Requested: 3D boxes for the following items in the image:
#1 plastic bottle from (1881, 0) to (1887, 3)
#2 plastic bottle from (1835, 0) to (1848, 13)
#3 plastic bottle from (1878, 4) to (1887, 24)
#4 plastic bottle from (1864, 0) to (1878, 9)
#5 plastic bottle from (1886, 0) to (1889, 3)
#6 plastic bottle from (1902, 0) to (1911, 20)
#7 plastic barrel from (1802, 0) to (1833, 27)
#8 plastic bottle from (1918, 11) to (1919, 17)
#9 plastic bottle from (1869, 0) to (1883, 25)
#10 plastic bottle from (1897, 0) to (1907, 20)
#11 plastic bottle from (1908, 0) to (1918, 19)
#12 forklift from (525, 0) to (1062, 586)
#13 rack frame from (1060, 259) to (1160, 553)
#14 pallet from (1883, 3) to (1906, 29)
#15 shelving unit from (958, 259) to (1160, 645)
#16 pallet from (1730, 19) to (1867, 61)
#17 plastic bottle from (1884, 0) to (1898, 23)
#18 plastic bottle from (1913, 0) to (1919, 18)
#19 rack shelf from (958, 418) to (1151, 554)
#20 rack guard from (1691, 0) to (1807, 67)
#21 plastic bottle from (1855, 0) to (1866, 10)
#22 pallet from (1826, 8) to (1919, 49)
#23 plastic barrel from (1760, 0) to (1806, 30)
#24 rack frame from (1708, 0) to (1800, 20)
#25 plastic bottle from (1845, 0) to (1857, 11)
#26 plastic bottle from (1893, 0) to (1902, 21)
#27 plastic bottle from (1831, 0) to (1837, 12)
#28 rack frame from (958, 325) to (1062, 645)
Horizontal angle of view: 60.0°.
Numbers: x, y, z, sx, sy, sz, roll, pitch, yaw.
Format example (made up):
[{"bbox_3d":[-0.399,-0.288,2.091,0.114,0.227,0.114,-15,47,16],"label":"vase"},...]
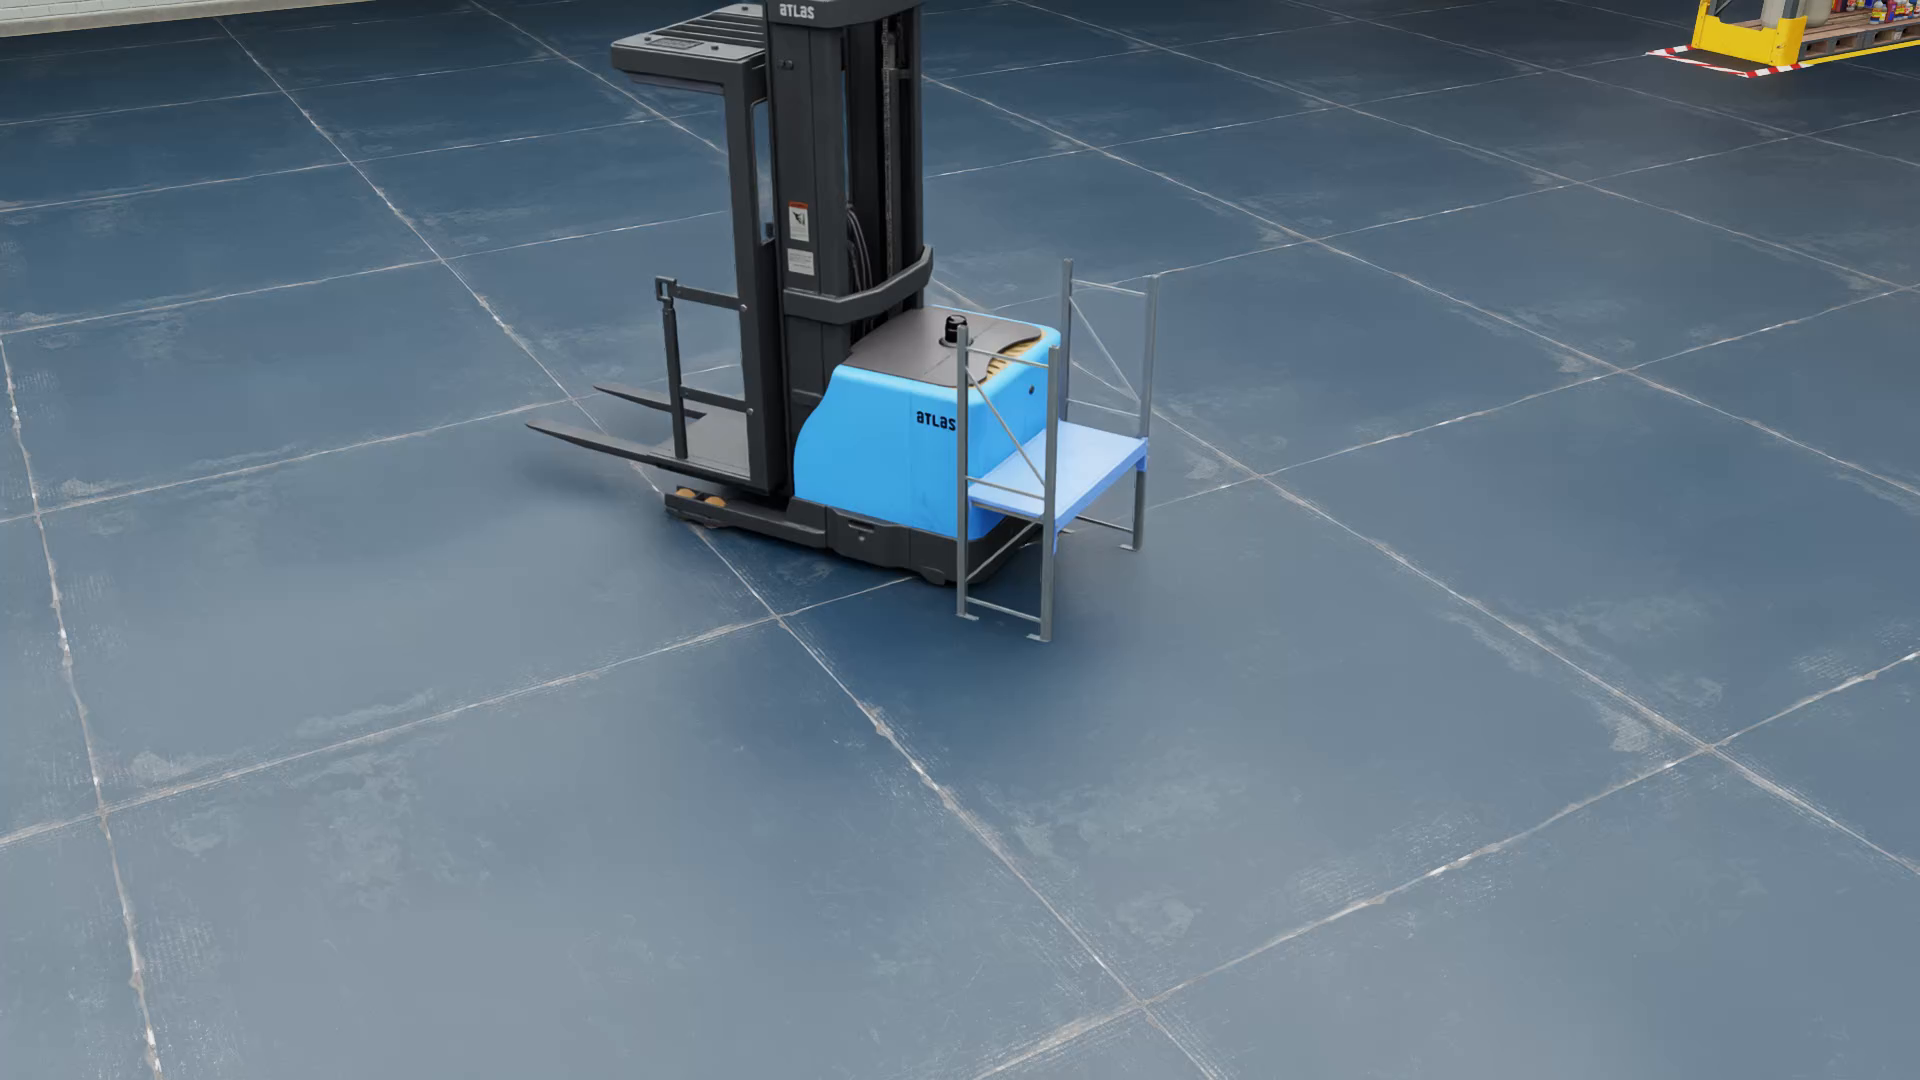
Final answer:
[{"bbox_3d":[11.078,-6.636,19.956,0.185,0.351,0.144,-17,33,-28],"label":"plastic bottle"},{"bbox_3d":[10.345,-6.336,19.483,0.133,0.283,0.061,-16,33,-26],"label":"plastic bottle"},{"bbox_3d":[10.509,-6.001,18.961,0.097,0.201,0.097,0,29,0],"label":"plastic bottle"},{"bbox_3d":[10.808,-6.443,19.684,0.135,0.276,0.152,-16,33,-26],"label":"plastic bottle"},{"bbox_3d":[11.177,-6.561,19.903,0.097,0.271,0.097,0,29,0],"label":"plastic bottle"},{"bbox_3d":[10.887,-6.109,19.155,0.097,0.201,0.097,0,29,0],"label":"plastic bottle"},{"bbox_3d":[9.659,-6.105,18.848,0.421,0.512,0.421,0,29,0],"label":"plastic barrel"},{"bbox_3d":[11.152,-6.232,19.302,0.135,0.276,0.152,-15,32,-25],"label":"plastic bottle"},{"bbox_3d":[10.419,-6.007,18.898,0.097,0.271,0.097,0,29,0],"label":"plastic bottle"},{"bbox_3d":[10.801,-6.115,19.095,0.097,0.271,0.097,0,29,0],"label":"plastic bottle"},{"bbox_3d":[10.976,-6.165,19.184,0.097,0.271,0.097,0,29,0],"label":"plastic bottle"},{"bbox_3d":[-0.995,-1.551,8.527,3.031,2.935,1.130,15,32,24],"label":"forklift"},{"bbox_3d":[0.731,-0.654,8.382,0.500,1.500,0.032,16,33,26],"label":"rack frame"},{"bbox_3d":[11.547,-6.306,19.958,1.213,0.211,1.003,-16,33,-26],"label":"pallet"},{"bbox_3d":[0.474,-0.442,7.999,0.538,1.500,1.048,16,33,26],"label":"shelving unit"},{"bbox_3d":[9.443,-5.709,18.876,1.213,0.211,1.003,-16,33,-26],"label":"pallet"},{"bbox_3d":[10.624,-6.060,18.982,0.133,0.283,0.061,-15,32,-26],"label":"plastic bottle"},{"bbox_3d":[11.064,-6.159,19.247,0.097,0.201,0.097,0,29,0],"label":"plastic bottle"},{"bbox_3d":[0.474,-0.285,8.086,0.538,0.185,1.000,16,33,26],"label":"rack shelf"},{"bbox_3d":[8.740,-5.638,18.449,0.348,0.500,1.175,-16,33,-26],"label":"rack guard"},{"bbox_3d":[10.650,-6.381,19.649,0.097,0.201,0.097,0,29,0],"label":"plastic bottle"},{"bbox_3d":[10.494,-6.005,19.413,1.213,0.211,1.003,-16,33,-26],"label":"pallet"},{"bbox_3d":[9.227,-5.982,18.625,0.421,0.512,0.421,0,29,0],"label":"plastic barrel"},{"bbox_3d":[8.698,-6.695,17.776,0.127,3.000,1.000,-16,33,-26],"label":"rack frame"},{"bbox_3d":[10.490,-6.331,19.558,0.097,0.201,0.097,0,29,0],"label":"plastic bottle"},{"bbox_3d":[10.715,-6.091,19.050,0.097,0.271,0.097,0,29,0],"label":"plastic bottle"},{"bbox_3d":[10.291,-6.377,19.565,0.135,0.276,0.152,-16,33,-26],"label":"plastic bottle"},{"bbox_3d":[0.216,-0.231,7.615,0.500,1.500,0.032,16,33,26],"label":"rack frame"}]
